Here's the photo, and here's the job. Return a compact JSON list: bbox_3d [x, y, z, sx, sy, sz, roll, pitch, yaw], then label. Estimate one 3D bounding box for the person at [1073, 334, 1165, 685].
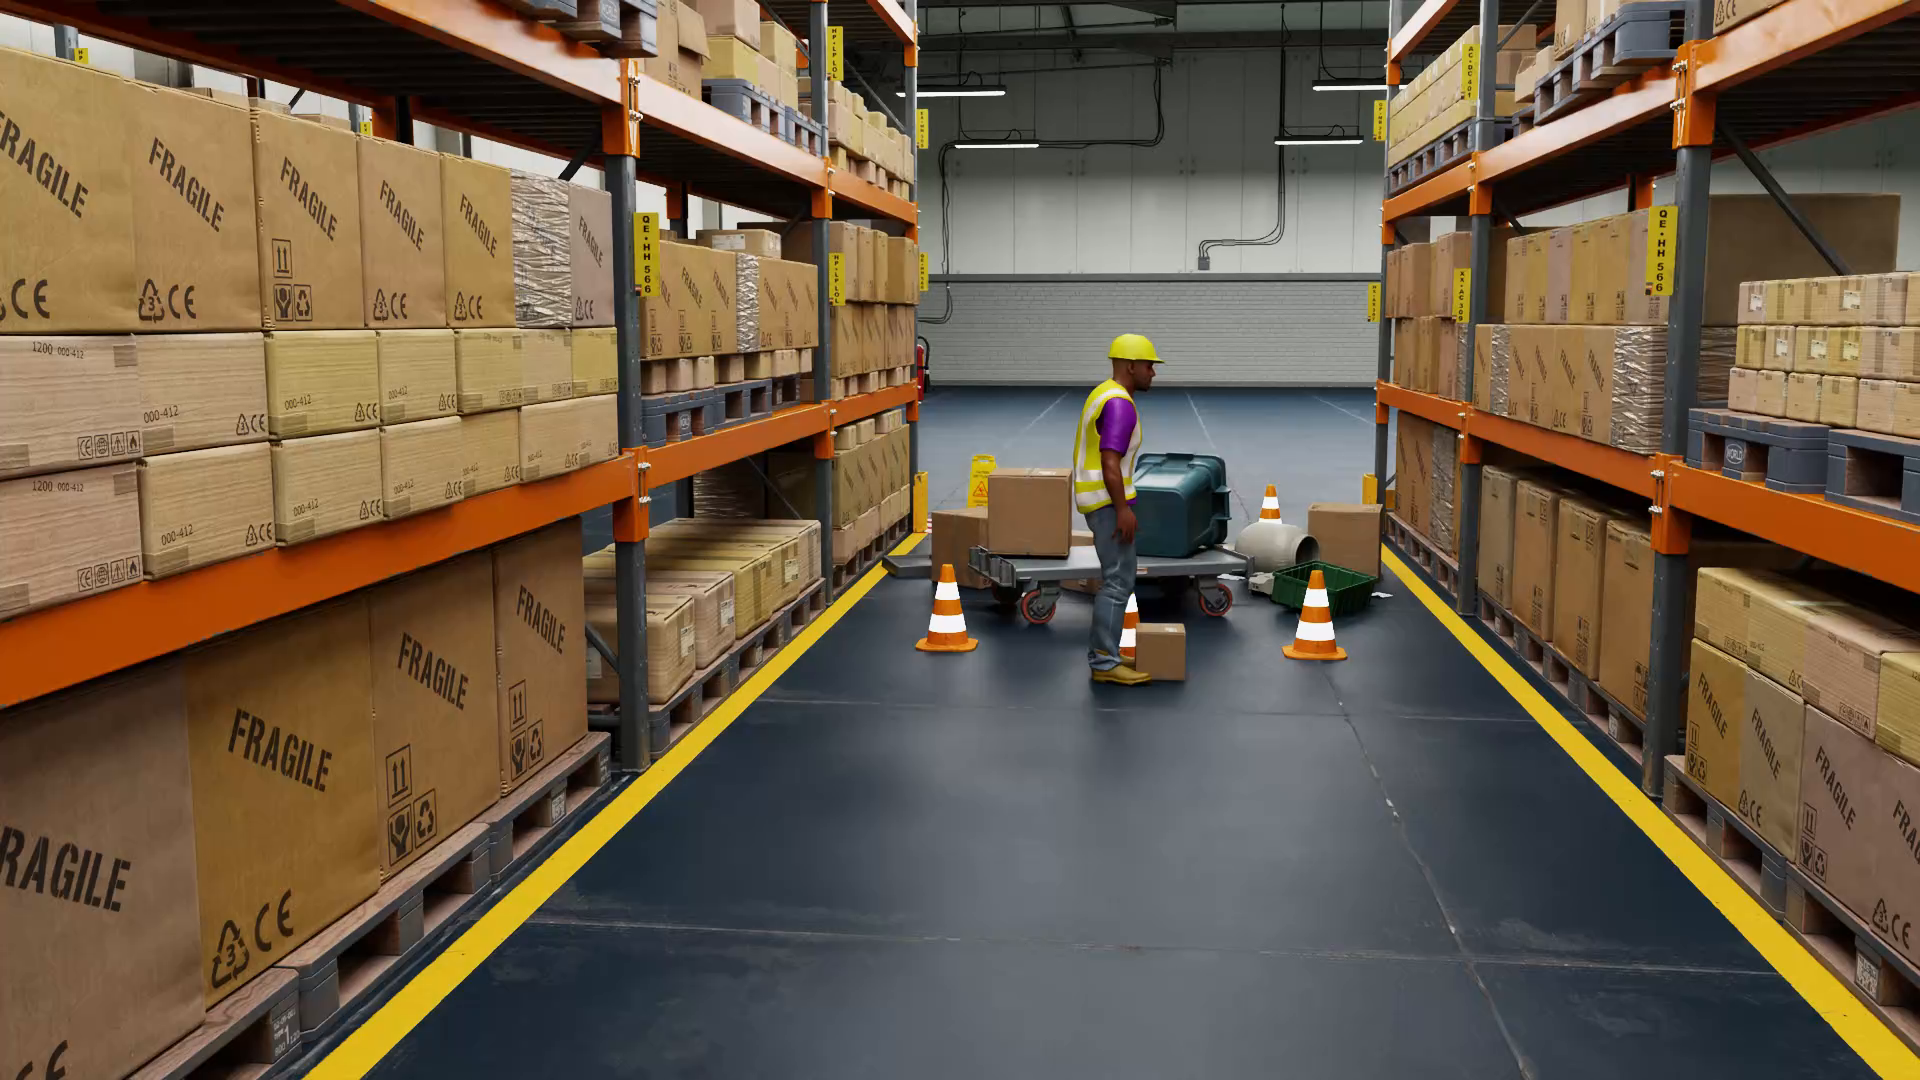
[{"bbox_3d":[0.810,-0.173,8.531,0.461,1.759,0.633,0,8,3],"label":"person"}]
